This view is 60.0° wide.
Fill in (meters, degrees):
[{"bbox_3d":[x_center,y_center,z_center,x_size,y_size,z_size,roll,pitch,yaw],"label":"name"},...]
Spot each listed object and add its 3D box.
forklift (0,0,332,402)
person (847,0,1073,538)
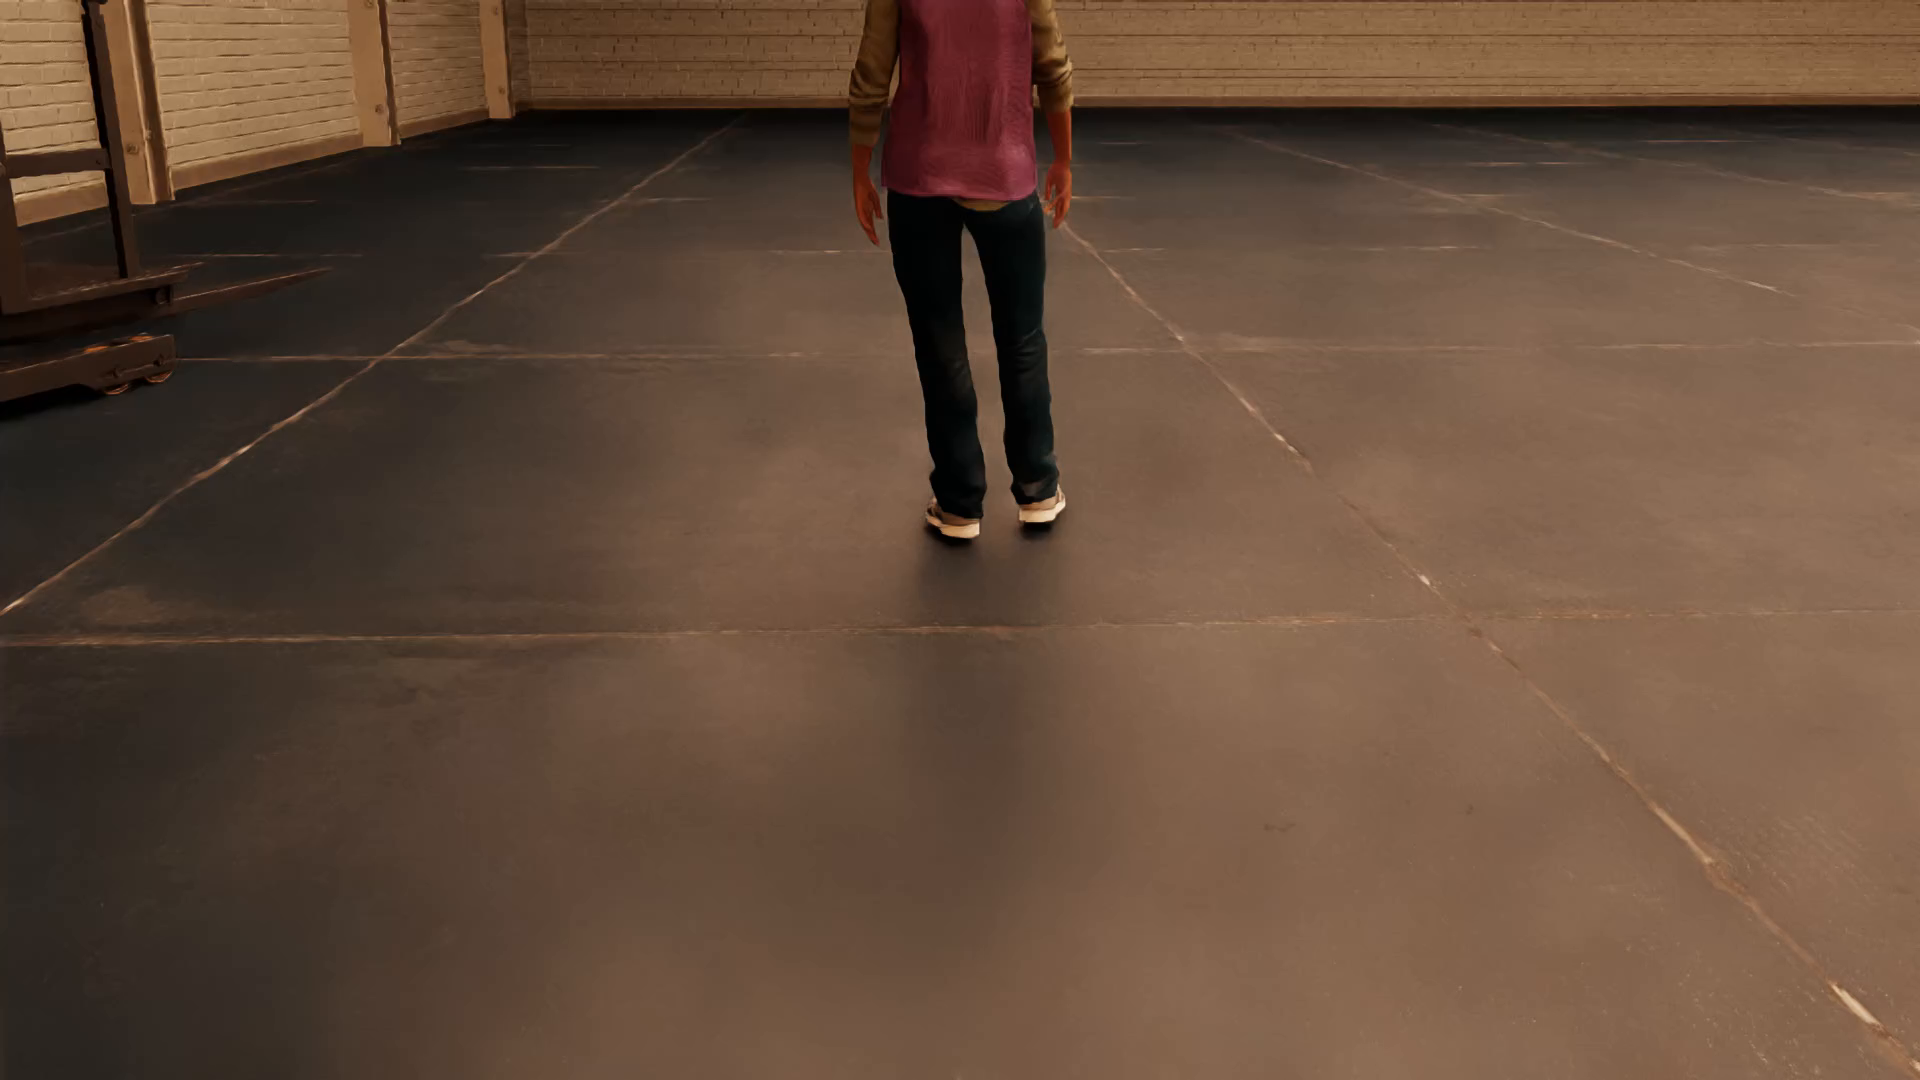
[{"bbox_3d":[-3.320,-1.903,5.128,1.130,2.935,3.031,5,18,16],"label":"forklift"},{"bbox_3d":[0.010,-0.792,3.754,0.520,1.597,0.474,-1,17,-3],"label":"person"}]
